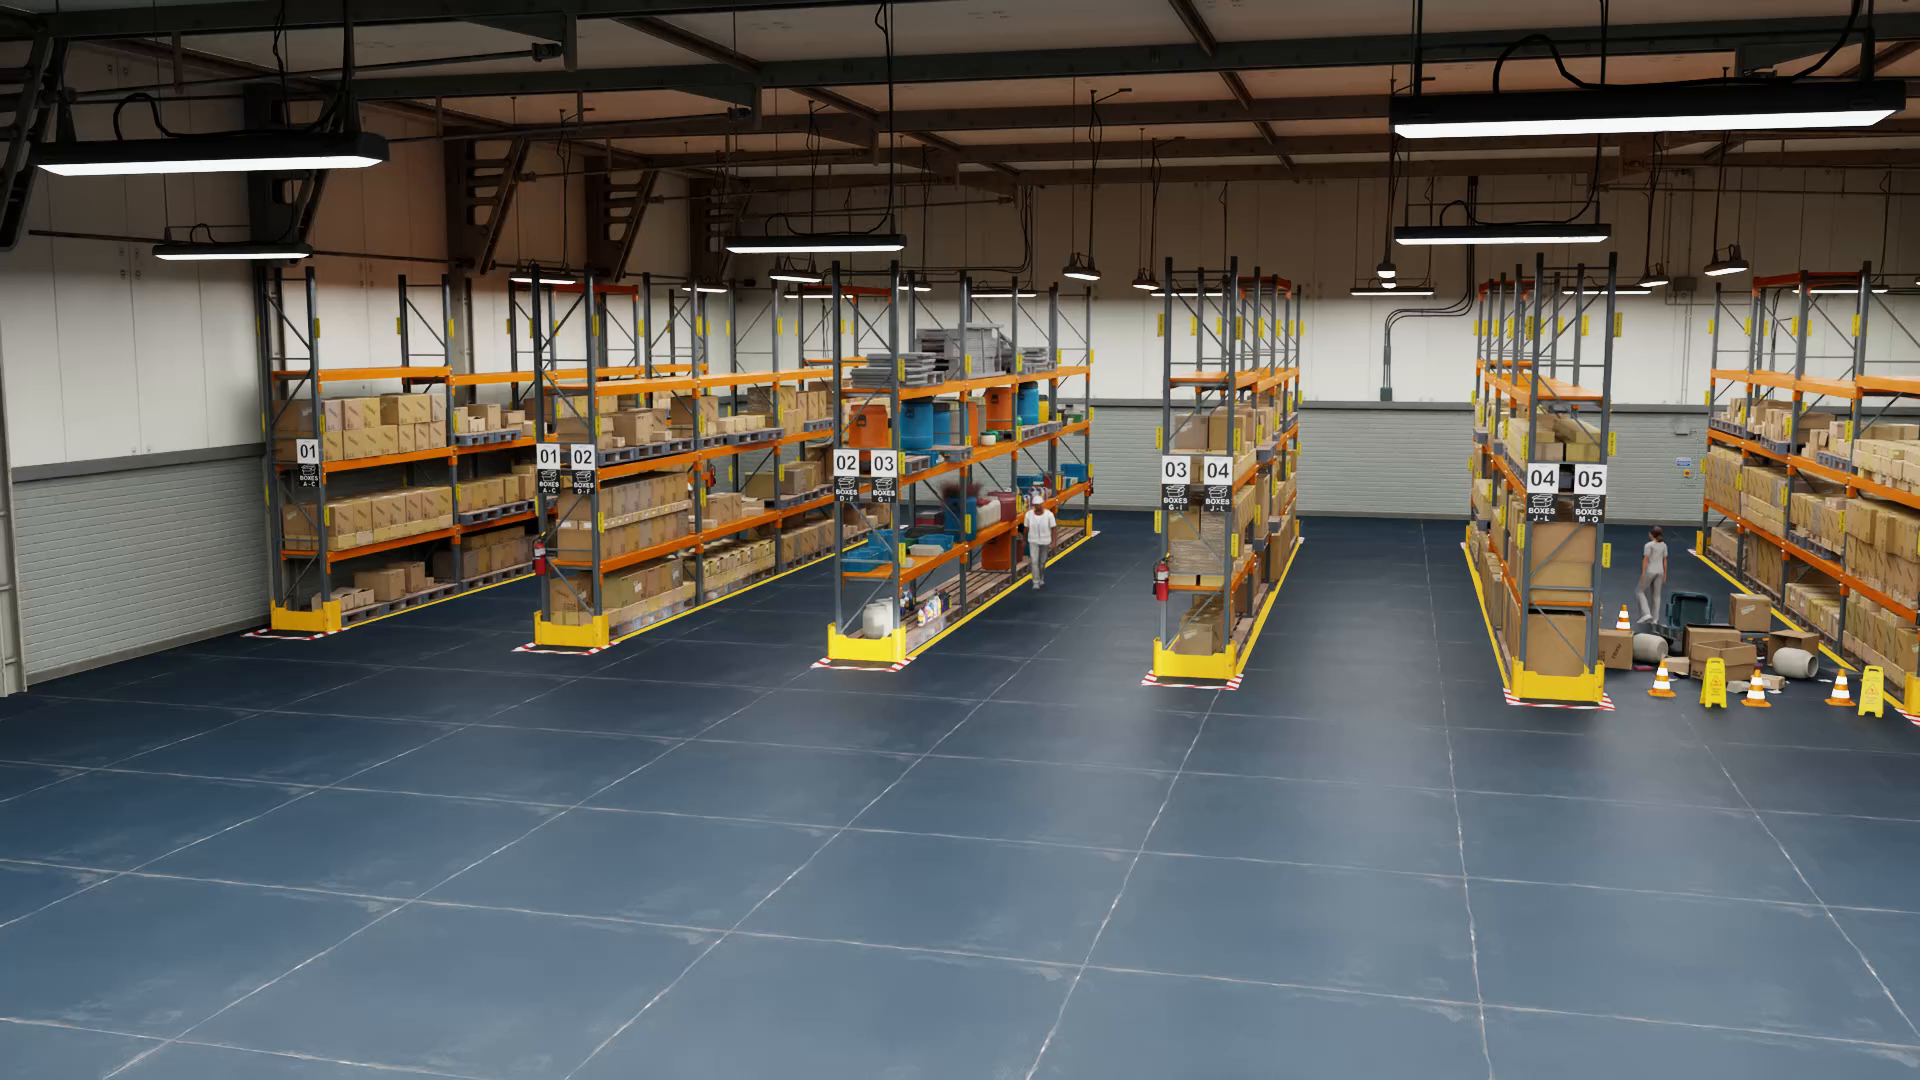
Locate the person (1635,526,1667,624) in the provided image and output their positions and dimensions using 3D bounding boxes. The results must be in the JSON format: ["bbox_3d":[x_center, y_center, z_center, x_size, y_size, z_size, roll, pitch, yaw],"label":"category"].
[{"bbox_3d":[11.775,0.605,28.266,0.486,1.691,0.396,-1,7,-10],"label":"person"}]

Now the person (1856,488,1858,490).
[{"bbox_3d":[19.890,-0.514,37.077,1.002,1.628,0.431,2,8,16],"label":"person"}]

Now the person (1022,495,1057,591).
[{"bbox_3d":[1.453,0.036,30.196,0.599,1.705,1.071,0,7,-4],"label":"person"}]

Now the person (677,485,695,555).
[{"bbox_3d":[-5.781,-0.328,35.224,0.626,1.716,1.074,2,8,15],"label":"person"}]
